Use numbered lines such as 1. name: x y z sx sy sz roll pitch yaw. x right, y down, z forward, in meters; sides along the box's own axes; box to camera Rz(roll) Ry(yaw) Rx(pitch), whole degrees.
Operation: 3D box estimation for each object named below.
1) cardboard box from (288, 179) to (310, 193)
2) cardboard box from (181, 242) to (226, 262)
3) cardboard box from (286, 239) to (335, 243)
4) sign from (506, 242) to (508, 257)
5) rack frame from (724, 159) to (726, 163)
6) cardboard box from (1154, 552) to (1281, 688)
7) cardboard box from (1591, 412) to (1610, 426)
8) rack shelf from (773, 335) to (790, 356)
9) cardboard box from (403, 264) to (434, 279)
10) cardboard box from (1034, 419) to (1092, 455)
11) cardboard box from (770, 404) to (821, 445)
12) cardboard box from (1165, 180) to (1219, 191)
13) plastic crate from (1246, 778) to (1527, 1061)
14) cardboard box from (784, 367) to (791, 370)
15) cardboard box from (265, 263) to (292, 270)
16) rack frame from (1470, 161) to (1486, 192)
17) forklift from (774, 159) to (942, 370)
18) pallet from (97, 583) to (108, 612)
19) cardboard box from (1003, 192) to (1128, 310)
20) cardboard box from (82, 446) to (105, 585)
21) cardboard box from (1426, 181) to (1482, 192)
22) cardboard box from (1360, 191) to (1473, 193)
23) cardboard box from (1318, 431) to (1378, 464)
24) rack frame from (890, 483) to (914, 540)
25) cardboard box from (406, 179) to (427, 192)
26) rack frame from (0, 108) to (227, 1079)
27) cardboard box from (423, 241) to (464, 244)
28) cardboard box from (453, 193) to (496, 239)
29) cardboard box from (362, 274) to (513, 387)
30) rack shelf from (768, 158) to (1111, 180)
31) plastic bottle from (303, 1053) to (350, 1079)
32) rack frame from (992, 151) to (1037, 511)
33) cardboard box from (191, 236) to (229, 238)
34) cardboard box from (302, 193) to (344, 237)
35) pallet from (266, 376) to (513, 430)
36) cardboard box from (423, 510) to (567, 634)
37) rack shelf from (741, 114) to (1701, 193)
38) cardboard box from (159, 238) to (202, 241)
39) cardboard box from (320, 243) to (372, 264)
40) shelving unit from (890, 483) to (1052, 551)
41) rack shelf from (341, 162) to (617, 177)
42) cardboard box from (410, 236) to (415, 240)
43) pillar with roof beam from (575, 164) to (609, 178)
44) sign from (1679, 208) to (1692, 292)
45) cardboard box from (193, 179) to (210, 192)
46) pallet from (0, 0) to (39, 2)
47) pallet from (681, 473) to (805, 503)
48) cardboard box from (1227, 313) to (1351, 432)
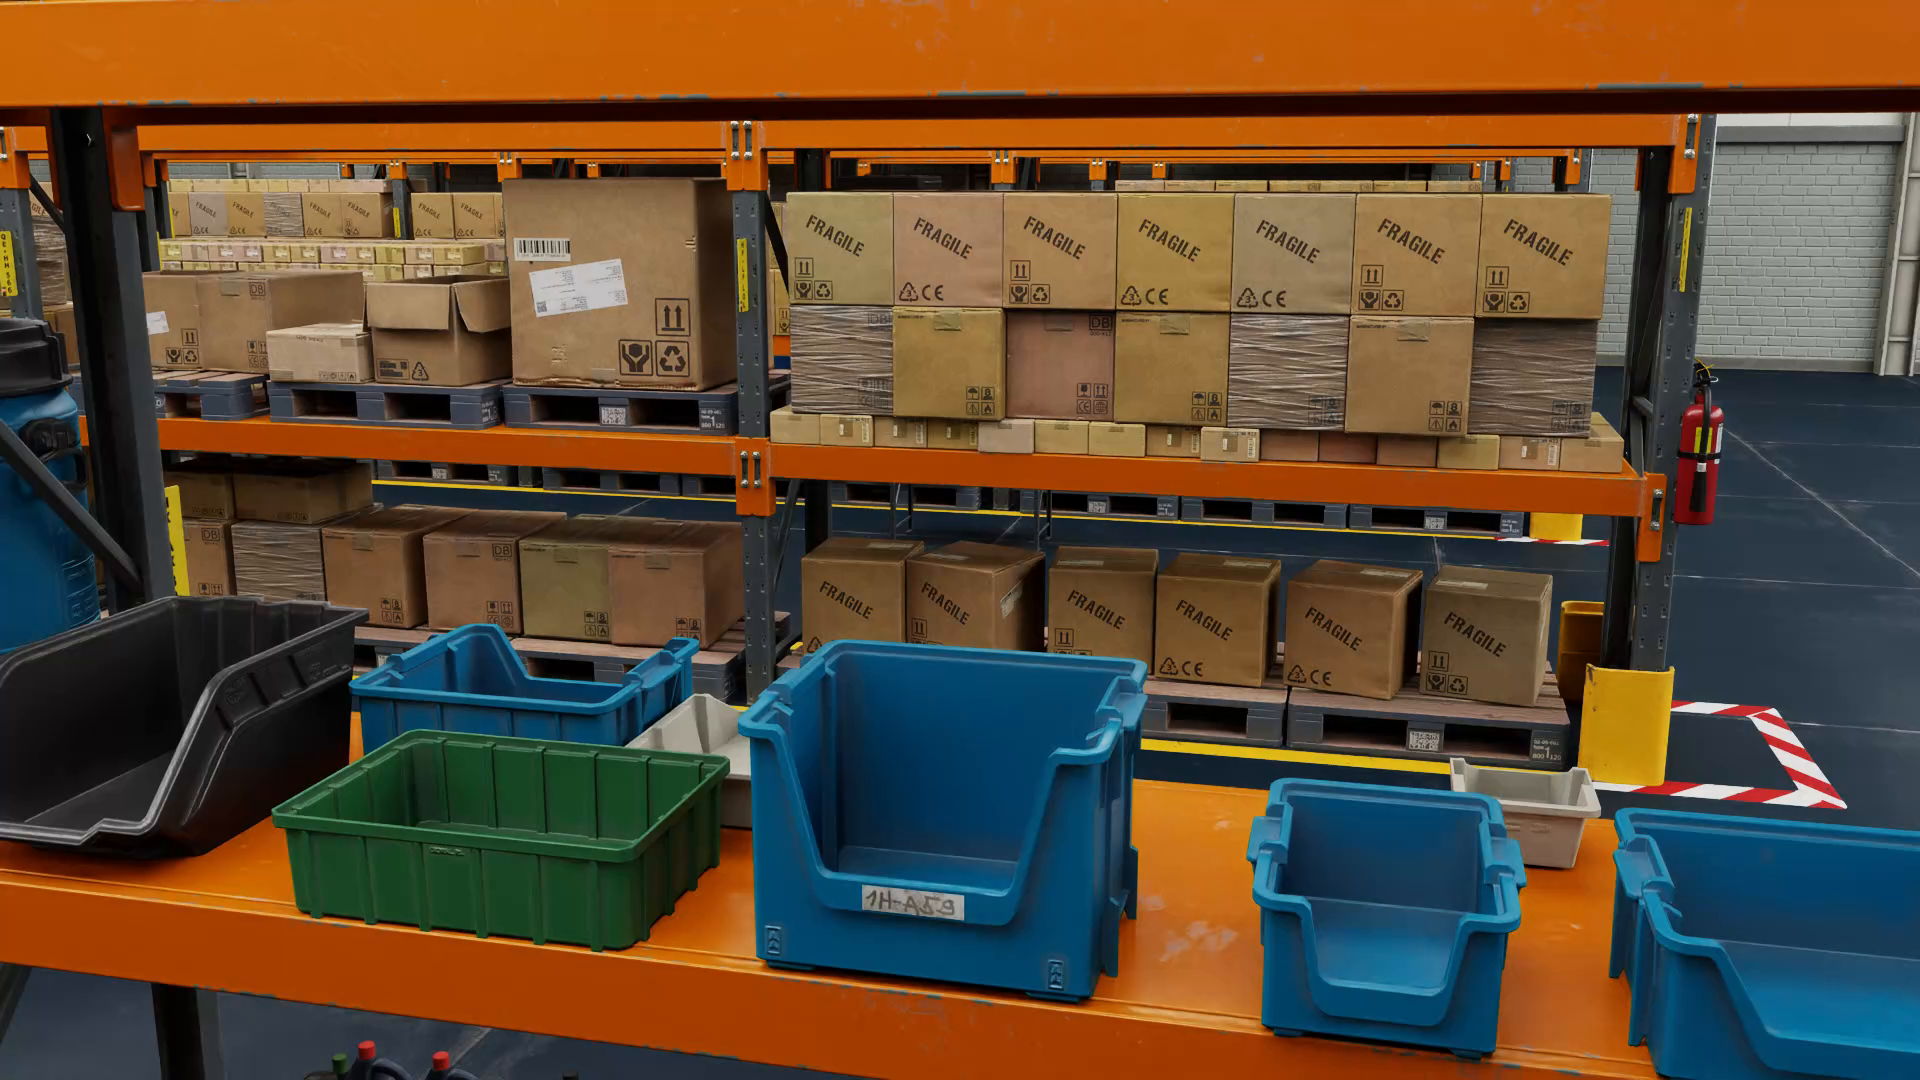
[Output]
1. cardboard box: -7.596 -4.122 19.352 0.250 0.149 0.380 3 13 13
2. cardboard box: -6.303 -2.422 13.963 0.250 0.149 0.380 3 13 13
3. cardboard box: -5.635 -2.532 14.459 0.250 0.149 0.380 2 13 11
4. sign: -3.574 -2.411 13.187 0.005 0.325 0.100 3 13 14
5. rack frame: -2.366 -3.046 18.536 0.127 3.000 1.000 3 13 14
6. cardboard box: 1.233 0.373 7.931 0.500 0.500 0.500 4 13 19
7. cardboard box: 2.807 -0.489 7.592 0.250 0.149 0.380 3 13 14
8. rack shelf: -1.512 -1.545 13.431 4.000 0.370 1.077 3 13 14
9. cardboard box: -4.302 -2.170 13.515 0.250 0.149 0.380 4 13 16
10. cardboard box: 0.500 -0.497 7.630 0.250 0.149 0.380 3 13 14
11. cardboard box: -0.720 -0.557 7.899 0.250 0.149 0.380 3 13 14
12. cardboard box: 2.384 -3.421 17.001 0.500 0.500 0.700 3 13 14
13. plastic crate: 0.653 0.570 2.584 0.408 0.251 0.499 3 13 14
14. cardboard box: -1.130 -0.963 13.372 0.750 0.750 1.050 3 13 14
15. cardboard box: -5.546 -2.237 13.814 0.250 0.149 0.380 3 13 12
16. rack frame: 6.587 -3.675 21.371 0.127 3.000 1.000 3 13 14
17. forklift: -0.711 -2.359 15.599 3.031 2.935 1.130 2 13 10
18. pallet: -5.487 0.343 9.701 1.213 0.211 1.003 3 13 14
19. cardboard box: 0.490 -1.308 7.477 0.500 0.500 0.500 3 13 14
20. cardboard box: -5.405 -0.170 9.509 0.875 0.875 1.225 2 13 11
21. cardboard box: 4.853 -3.293 16.426 0.500 0.500 0.700 3 13 12
22. cardboard box: 2.074 -1.342 7.631 0.500 0.500 0.500 3 13 14
23. cardboard box: 1.731 -0.448 7.410 0.250 0.149 0.380 3 13 14
24. rack frame: -0.411 -0.754 11.670 0.032 1.500 0.500 3 13 14
25. cardboard box: -6.494 -4.178 19.602 0.250 0.149 0.380 3 13 13
26. rack frame: -2.043 0.287 3.516 0.053 2.616 0.949 3 13 14
27. cardboard box: -4.354 -2.464 14.152 0.250 0.149 0.380 3 13 13
28. cardboard box: -5.390 -3.686 18.884 0.500 0.500 0.500 3 13 13
29. cardboard box: -2.562 -1.080 8.469 0.637 0.503 0.797 4 13 19
30. rack shelf: -0.424 -4.055 17.821 4.000 0.370 1.077 3 13 14
31. plastic bottle: -1.497 1.354 3.960 0.133 0.283 0.061 4 13 16
32. rack frame: 0.430 -1.792 12.885 0.127 3.000 1.000 3 13 14
33. cardboard box: -8.748 -3.374 19.784 0.500 0.500 0.500 3 13 13
34. cardboard box: -7.264 -3.785 19.328 0.500 0.500 0.500 3 13 13
35. pallet: -2.808 -0.774 8.740 1.213 0.211 1.003 3 13 14
36. cardboard box: -2.449 0.157 8.855 0.500 0.500 0.700 2 13 9
37. rack shelf: 1.085 -1.764 7.493 4.000 0.370 1.077 3 13 14
38. cardboard box: -6.901 -2.600 14.765 0.250 0.149 0.380 4 13 16
39. cardboard box: -5.030 -2.355 13.661 0.250 0.149 0.380 3 13 14
40. shelving unit: 0.083 -0.728 11.551 1.048 1.500 0.538 3 13 14
41. rack shelf: -7.005 -5.514 24.398 4.000 0.370 1.077 3 13 14
42. cardboard box: -6.642 -3.381 19.819 0.500 0.500 0.500 4 13 15
43. pillar with roof beam: -6.555 -6.546 20.464 0.400 9.000 9.100 3 13 14
44. sign: 2.874 -1.150 6.591 0.005 0.325 0.100 3 13 14
45. cardboard box: -8.831 -4.189 19.653 0.250 0.149 0.380 3 13 14
46. pallet: -1.319 -1.068 3.132 1.003 0.211 1.213 3 13 14
47. pallet: -1.525 -0.518 13.580 1.213 0.211 1.003 3 13 14
48. cardboard box: 1.510 -0.811 7.545 0.500 0.500 0.875 3 13 14
